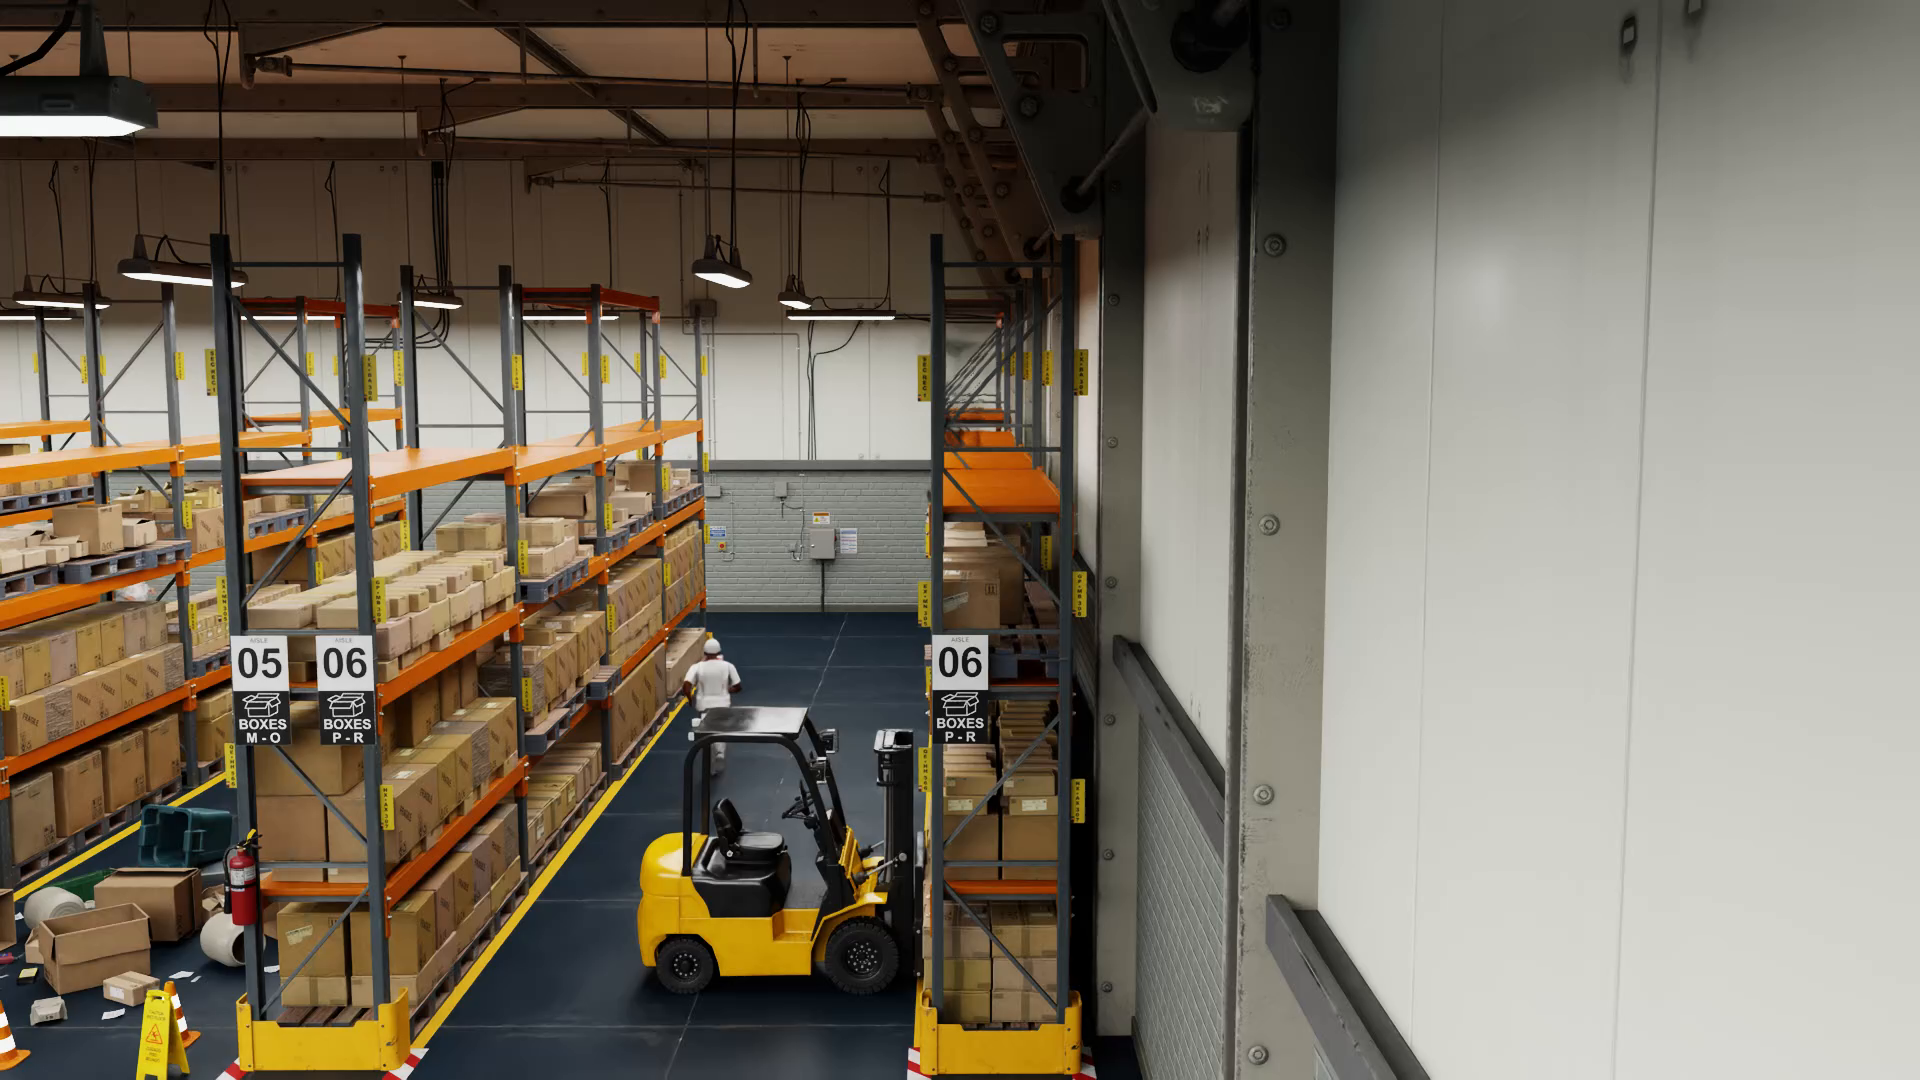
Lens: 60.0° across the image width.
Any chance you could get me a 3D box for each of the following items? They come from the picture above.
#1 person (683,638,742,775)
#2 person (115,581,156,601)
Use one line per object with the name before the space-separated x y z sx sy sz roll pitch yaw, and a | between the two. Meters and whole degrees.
person | -3.017 2.083 20.289 0.709 1.765 0.824 -1 6 -10
person | -14.296 1.111 28.951 0.576 1.780 0.709 0 6 -4
